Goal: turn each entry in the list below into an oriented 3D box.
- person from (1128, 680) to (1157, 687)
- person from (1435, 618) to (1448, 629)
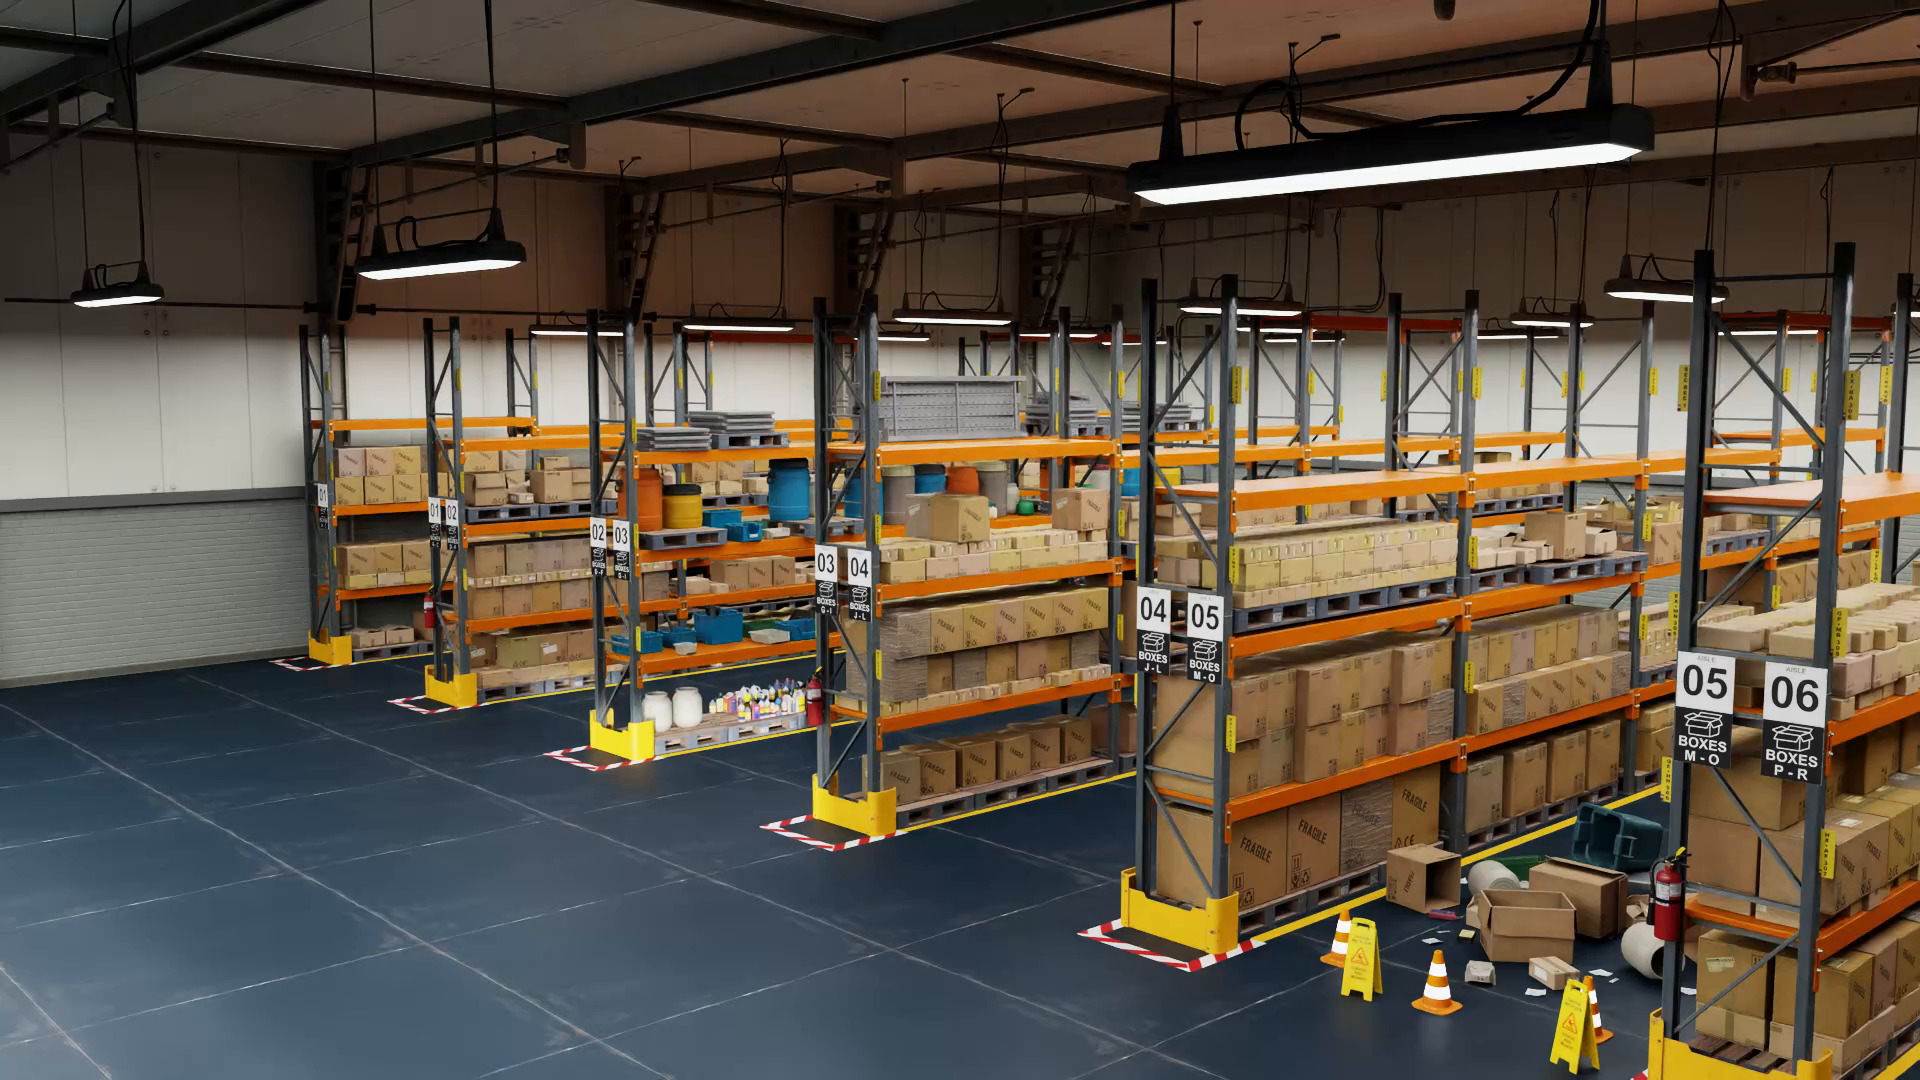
[{"bbox_3d":[2.970,1.587,27.323,0.497,1.610,1.058,6,8,44],"label":"person"},{"bbox_3d":[6.874,1.943,23.874,0.500,1.696,0.427,2,6,19],"label":"person"}]
